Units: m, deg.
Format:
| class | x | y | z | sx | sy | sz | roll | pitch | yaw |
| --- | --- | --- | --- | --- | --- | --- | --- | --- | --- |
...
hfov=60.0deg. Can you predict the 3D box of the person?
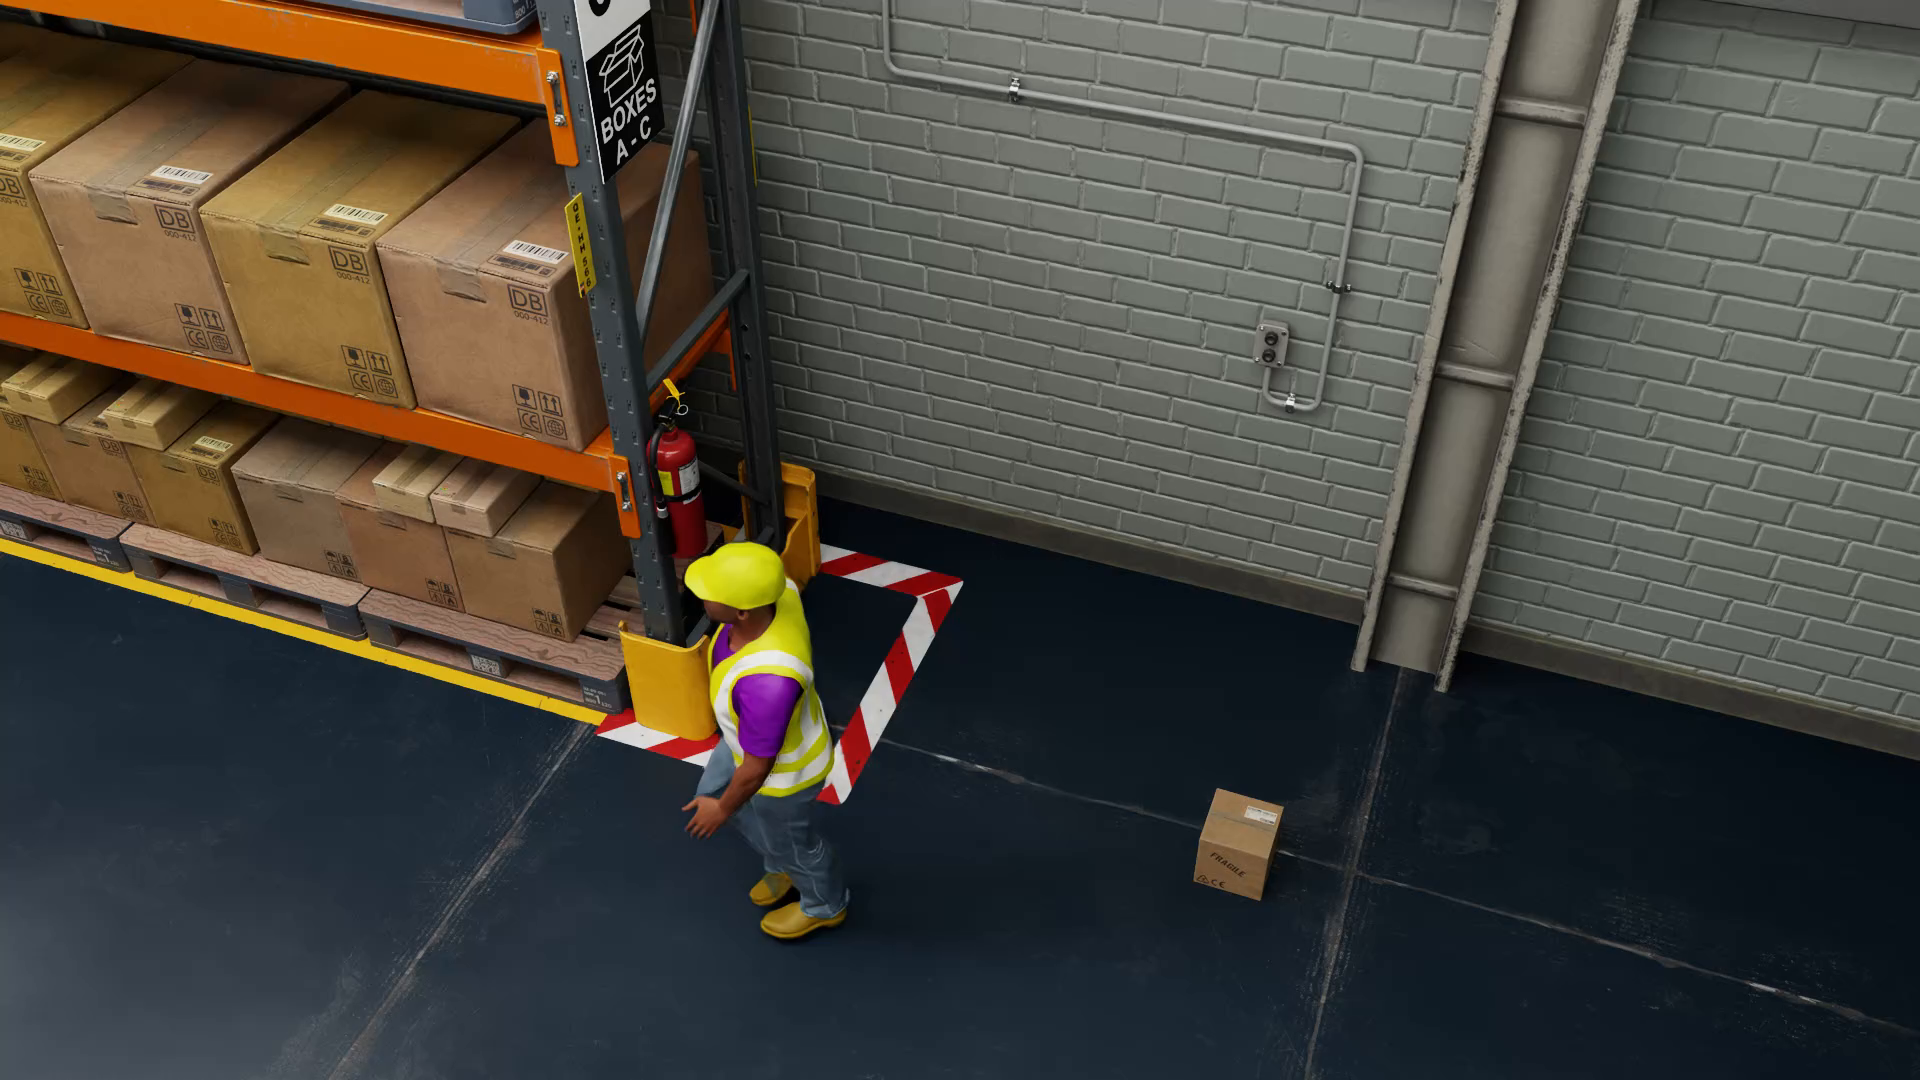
| class | x | y | z | sx | sy | sz | roll | pitch | yaw |
| --- | --- | --- | --- | --- | --- | --- | --- | --- | --- |
| person | -0.653 | 0.680 | 5.356 | 0.525 | 1.787 | 0.632 | -9 | 42 | -10 |
